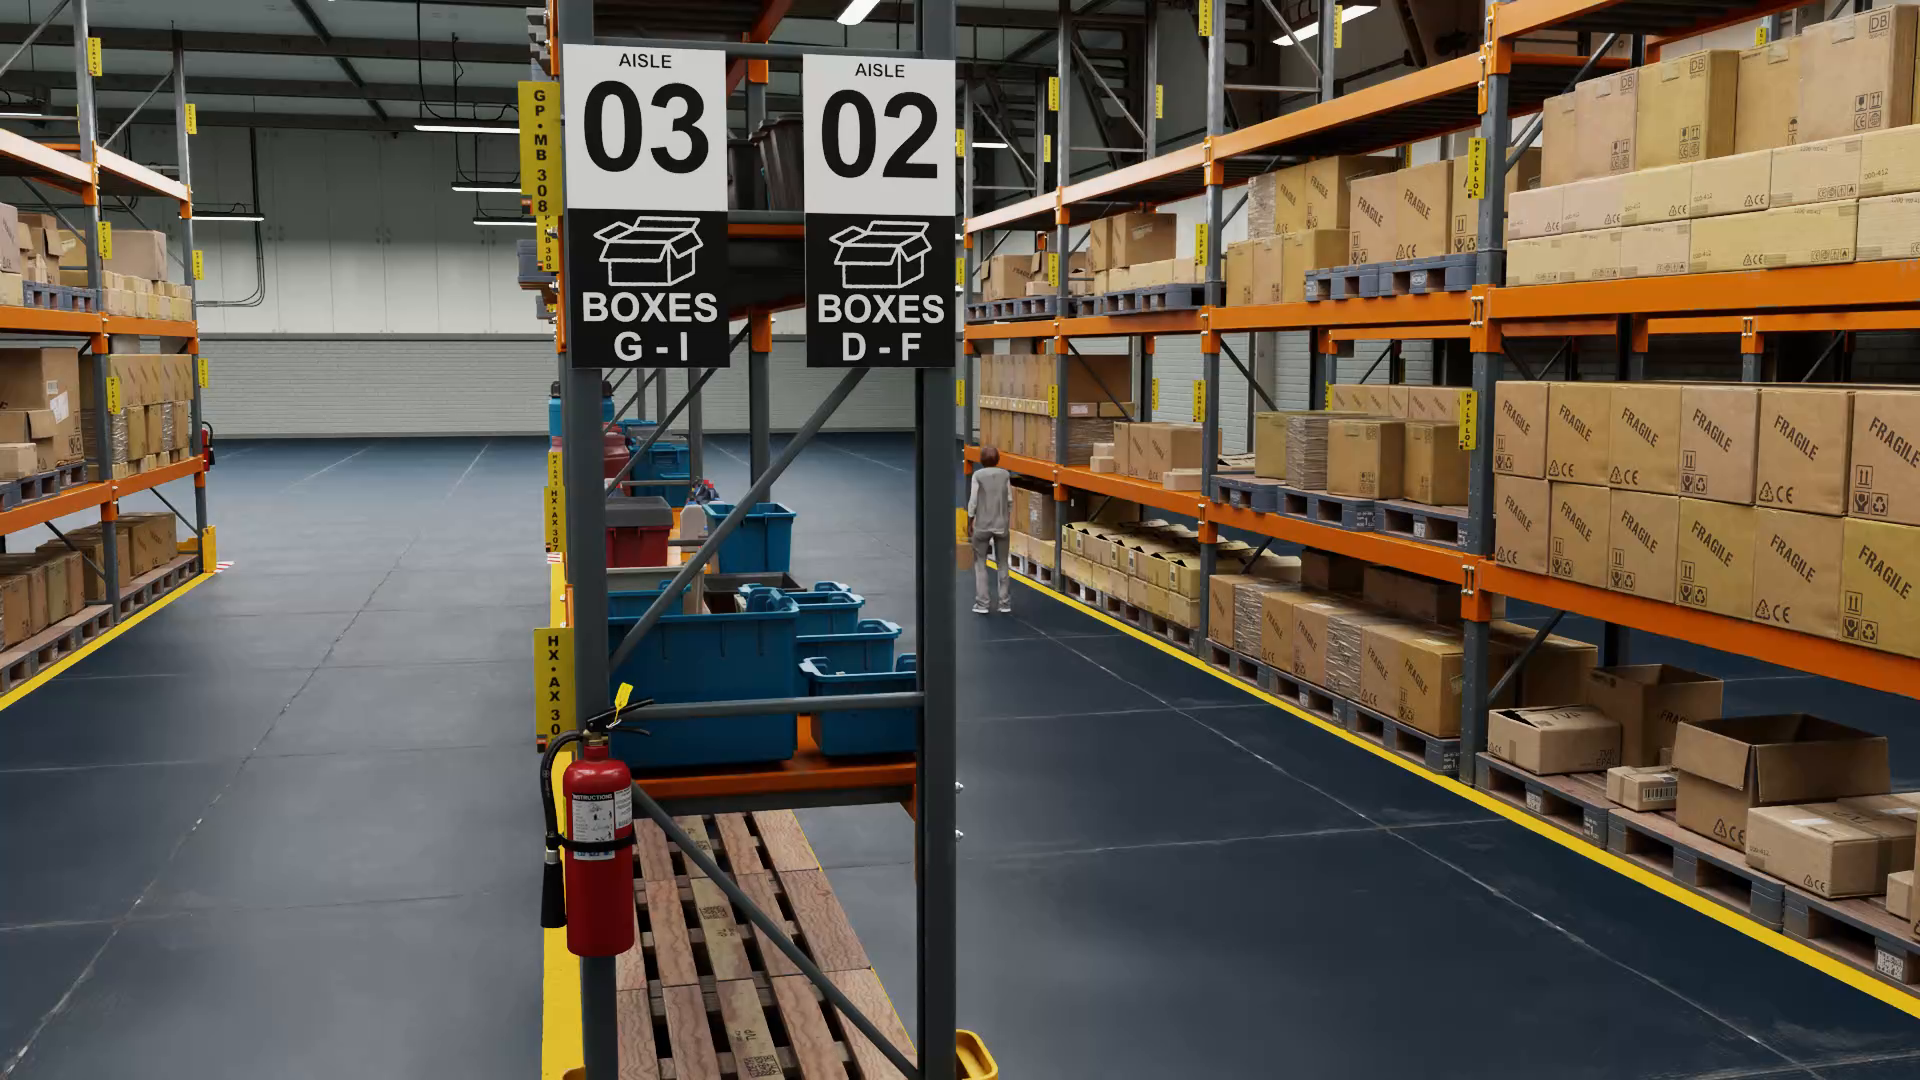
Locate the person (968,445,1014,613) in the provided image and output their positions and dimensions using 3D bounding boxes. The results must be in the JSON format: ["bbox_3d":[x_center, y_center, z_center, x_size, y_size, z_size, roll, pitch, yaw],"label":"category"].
[{"bbox_3d":[0.291,-0.103,15.776,0.450,1.599,0.336,-2,7,-14],"label":"person"}]
